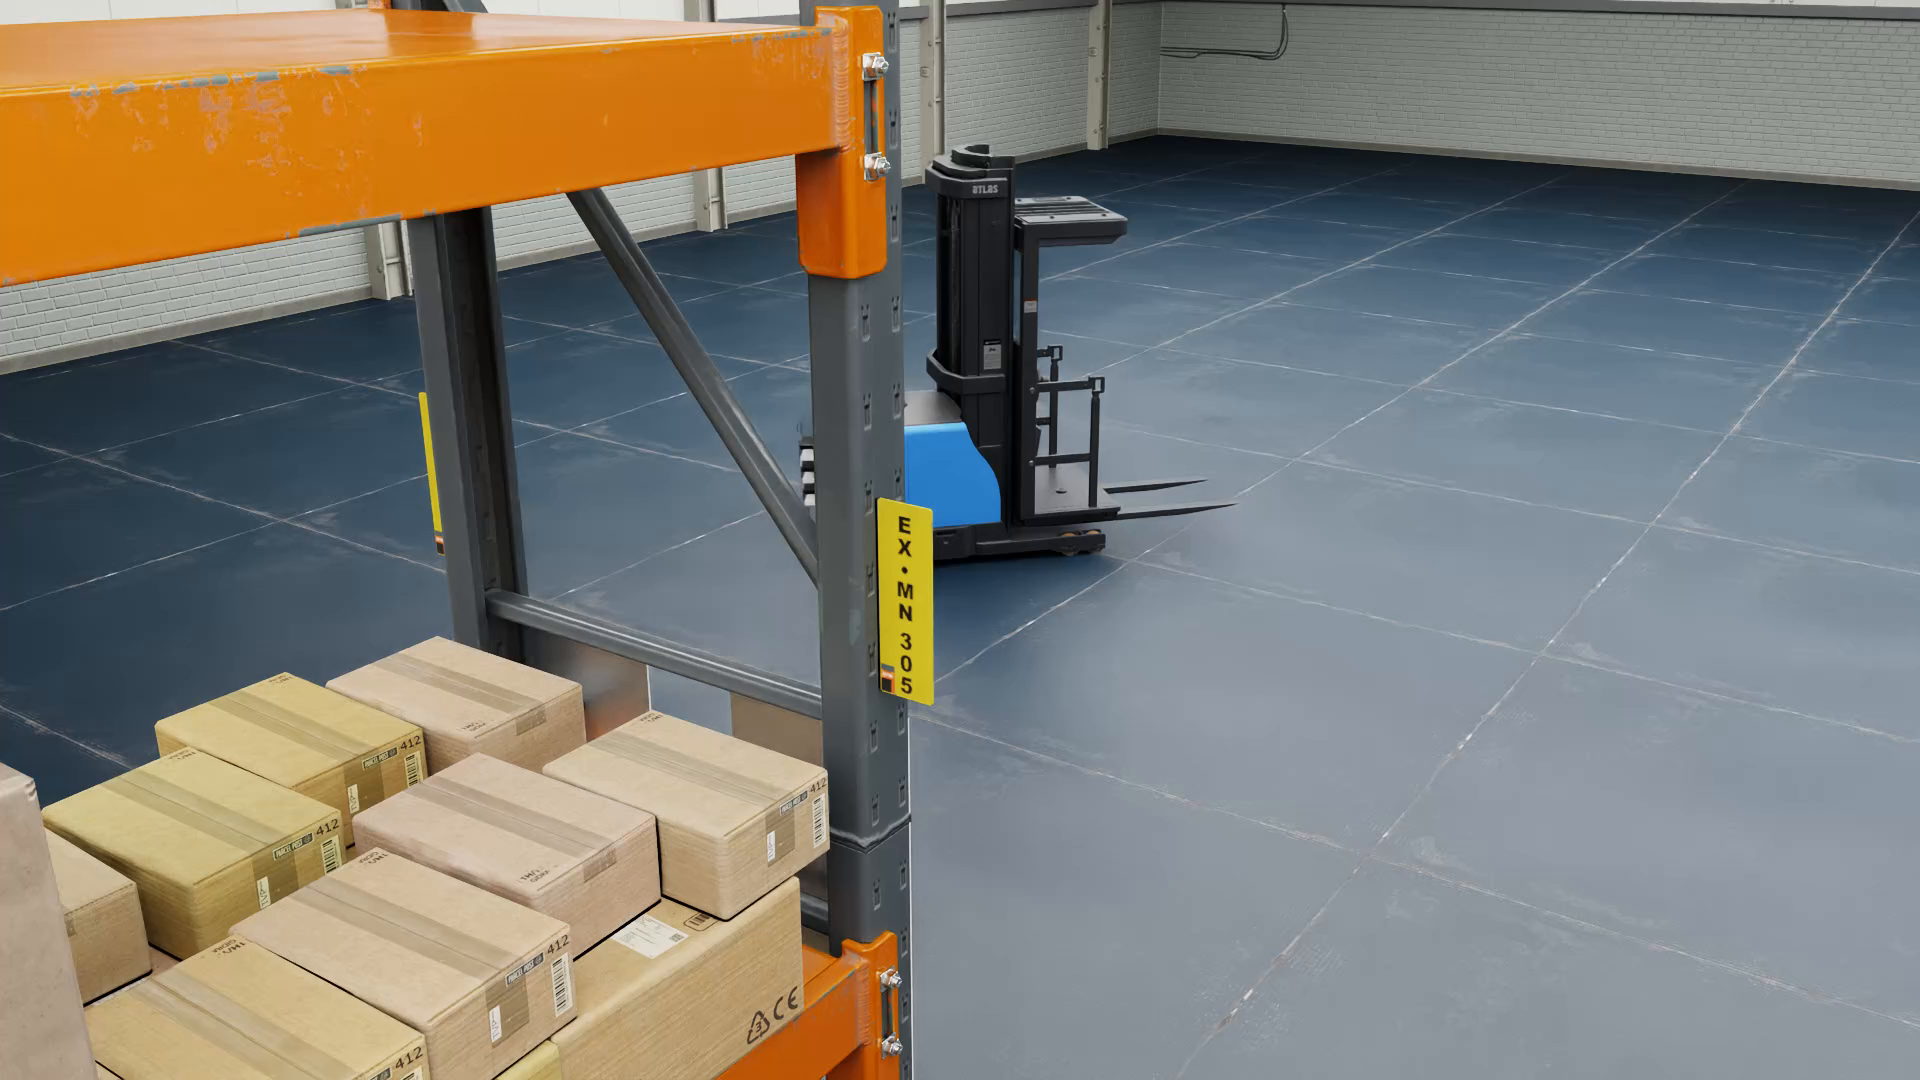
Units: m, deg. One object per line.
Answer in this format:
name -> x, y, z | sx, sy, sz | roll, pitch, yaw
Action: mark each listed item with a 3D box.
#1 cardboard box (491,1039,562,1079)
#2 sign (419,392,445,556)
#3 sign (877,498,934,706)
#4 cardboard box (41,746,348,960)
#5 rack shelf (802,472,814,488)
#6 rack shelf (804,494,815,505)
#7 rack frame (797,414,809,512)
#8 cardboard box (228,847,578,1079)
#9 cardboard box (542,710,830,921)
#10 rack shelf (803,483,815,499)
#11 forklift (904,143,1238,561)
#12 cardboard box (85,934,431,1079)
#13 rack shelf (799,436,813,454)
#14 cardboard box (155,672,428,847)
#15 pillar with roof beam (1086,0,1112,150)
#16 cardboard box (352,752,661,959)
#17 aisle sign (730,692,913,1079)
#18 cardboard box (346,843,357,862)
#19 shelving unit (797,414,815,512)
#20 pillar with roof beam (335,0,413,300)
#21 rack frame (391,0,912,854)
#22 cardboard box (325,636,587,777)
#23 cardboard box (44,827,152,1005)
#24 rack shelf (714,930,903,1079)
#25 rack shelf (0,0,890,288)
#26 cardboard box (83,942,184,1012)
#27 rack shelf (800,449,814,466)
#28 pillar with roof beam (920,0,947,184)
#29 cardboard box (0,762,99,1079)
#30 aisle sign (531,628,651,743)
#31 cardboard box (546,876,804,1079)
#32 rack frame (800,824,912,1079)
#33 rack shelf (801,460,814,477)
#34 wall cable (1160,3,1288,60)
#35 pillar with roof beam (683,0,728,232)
cardboard box -> -0.871, 0.801, 2.169 | 0.500, 0.250, 0.500 | 13, 24, 32
sign -> -0.980, -0.117, 3.174 | 0.100, 0.325, 0.005 | 13, 24, 32
sign -> -0.084, 0.097, 2.578 | 0.100, 0.325, 0.005 | 13, 24, 32
cardboard box -> -1.143, 0.468, 2.494 | 0.380, 0.149, 0.250 | 13, 24, 31
rack shelf -> -1.105, -0.480, 12.846 | 0.200, 0.077, 0.258 | -2, 20, 2
rack shelf -> -1.096, -0.311, 12.908 | 0.200, 0.077, 0.258 | -2, 20, 2
rack frame -> -1.208, -0.507, 12.838 | 0.006, 0.900, 0.240 | -2, 20, 2
cardboard box -> -0.736, 0.574, 2.206 | 0.380, 0.149, 0.250 | 12, 23, 30
cardboard box -> -0.430, 0.423, 2.616 | 0.380, 0.149, 0.250 | 13, 24, 32
rack shelf -> -1.100, -0.395, 12.877 | 0.200, 0.077, 0.258 | -2, 20, 2
forklift -> 0.608, -1.429, 12.404 | 3.031, 2.935, 1.130 | -5, 21, -14
cardboard box -> -0.857, 0.651, 1.999 | 0.380, 0.149, 0.250 | 13, 24, 32
rack shelf -> -1.118, -0.733, 12.753 | 0.200, 0.077, 0.258 | -2, 20, 2
cardboard box -> -1.103, 0.372, 2.755 | 0.380, 0.149, 0.250 | 14, 24, 33
pillar with roof beam -> 6.453, -11.652, 31.294 | 9.100, 9.000, 0.400 | 13, 24, 32
cardboard box -> -0.673, 0.474, 2.476 | 0.380, 0.149, 0.250 | 12, 24, 30
aisle sign -> -0.249, 0.627, 2.999 | 0.394, 0.787, 0.004 | 13, 24, 32
cardboard box -> -1.016, 0.557, 2.828 | 0.500, 0.250, 0.500 | 14, 25, 33
shelving unit -> -1.106, -0.511, 12.835 | 0.210, 0.900, 0.258 | -2, 20, 2
pillar with roof beam -> -3.665, -6.487, 17.332 | 9.100, 9.000, 0.400 | 13, 24, 32
rack frame -> -0.532, -1.008, 2.519 | 1.000, 3.000, 0.127 | 13, 24, 32
cardboard box -> -0.878, 0.316, 2.905 | 0.380, 0.149, 0.250 | 13, 24, 31
cardboard box -> -1.355, 0.532, 2.320 | 0.380, 0.149, 0.250 | 14, 25, 34
rack shelf -> -1.656, 1.310, 1.613 | 1.077, 0.370, 4.000 | 13, 24, 32
rack shelf -> -1.656, -0.095, 1.093 | 1.077, 0.370, 4.000 | 13, 24, 32
cardboard box -> -1.301, 0.706, 2.425 | 0.500, 0.250, 0.500 | 13, 24, 31
rack shelf -> -1.114, -0.648, 12.784 | 0.200, 0.077, 0.258 | -2, 20, 2
pillar with roof beam -> 3.080, -9.930, 26.640 | 9.100, 9.000, 0.400 | 13, 24, 32
cardboard box -> -1.194, 0.472, 1.548 | 0.500, 0.500, 0.500 | 13, 24, 32
aisle sign -> -0.745, 0.510, 3.315 | 0.394, 0.787, 0.004 | 13, 24, 32
cardboard box -> -0.592, 0.657, 2.558 | 0.500, 0.250, 0.500 | 14, 24, 33
rack frame -> -0.532, 1.806, 3.560 | 1.000, 3.000, 0.127 | 13, 24, 32
rack shelf -> -1.109, -0.564, 12.815 | 0.200, 0.077, 0.258 | -2, 20, 2
wall cable -> 5.642, -11.622, 35.690 | 3.097, 2.526, 0.112 | 13, 24, 32
pillar with roof beam -> -0.293, -8.209, 21.986 | 9.100, 9.000, 0.400 | 13, 24, 32
